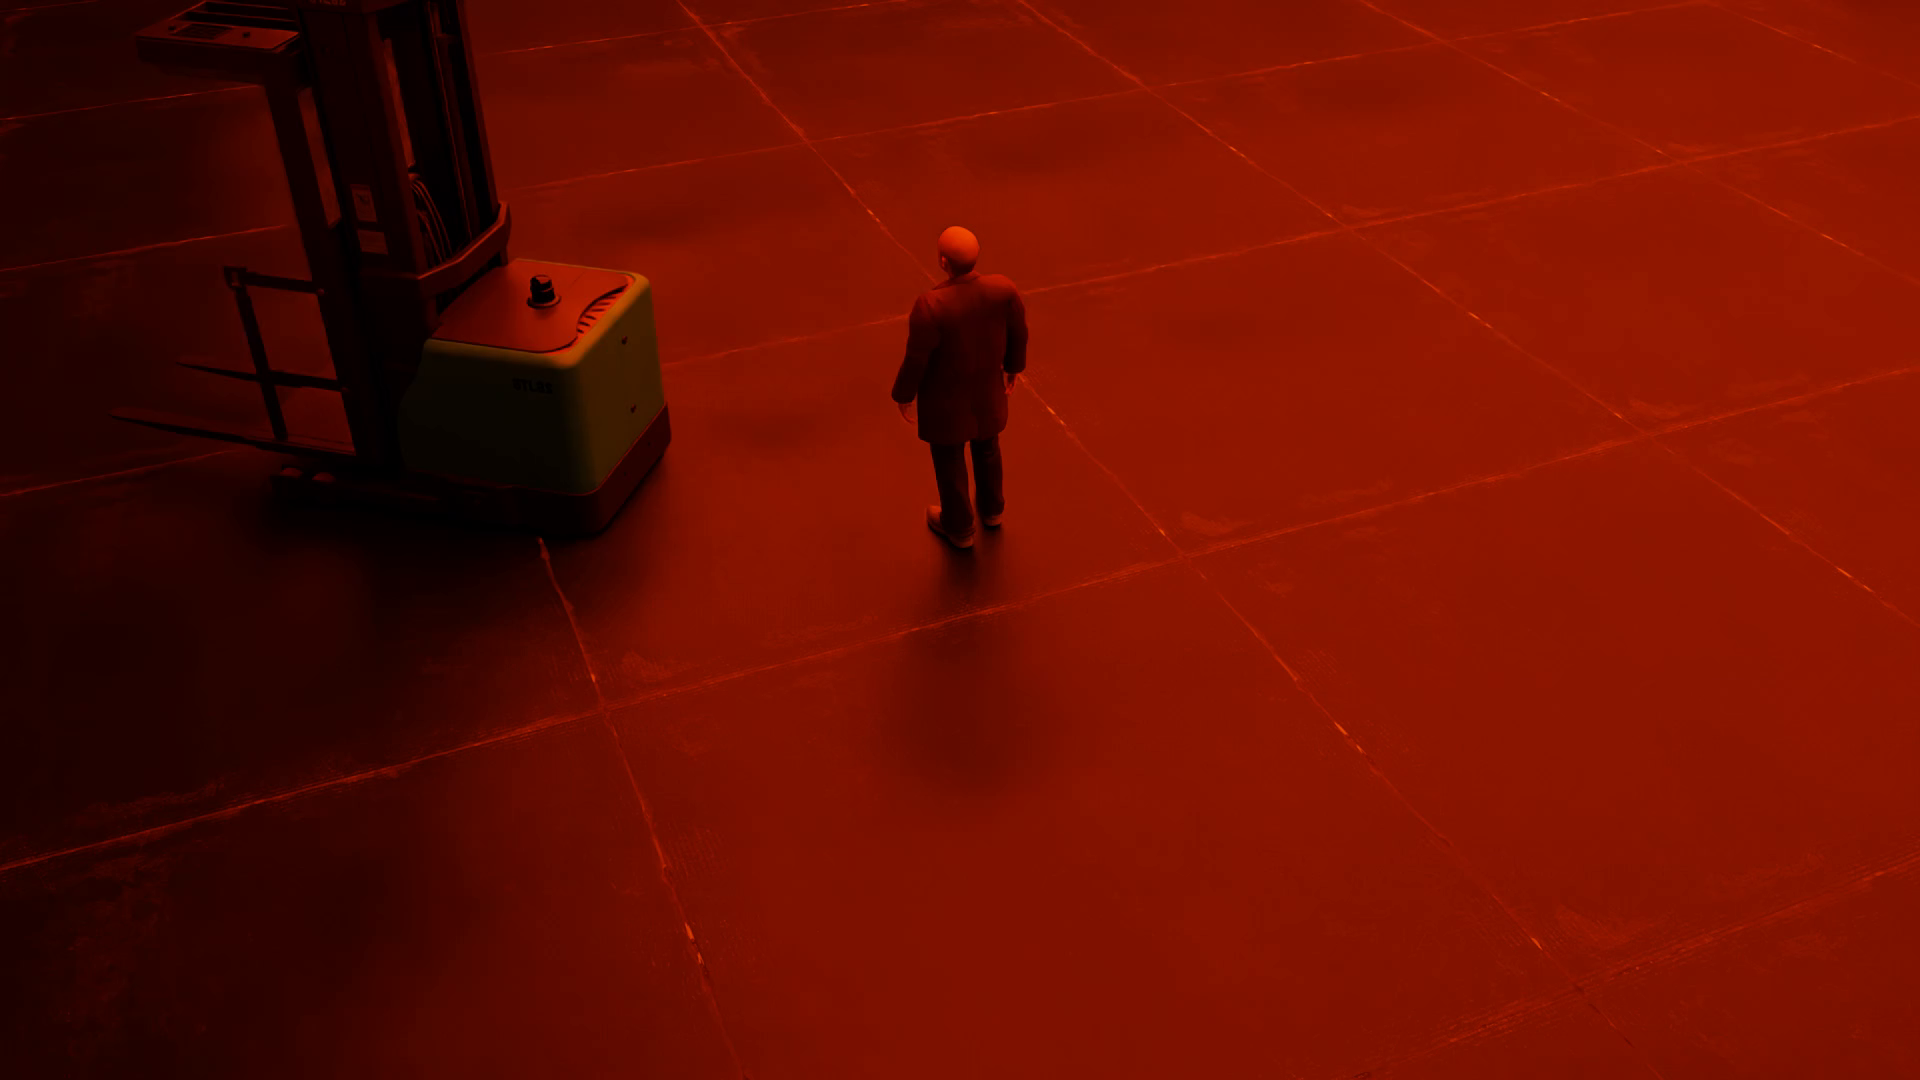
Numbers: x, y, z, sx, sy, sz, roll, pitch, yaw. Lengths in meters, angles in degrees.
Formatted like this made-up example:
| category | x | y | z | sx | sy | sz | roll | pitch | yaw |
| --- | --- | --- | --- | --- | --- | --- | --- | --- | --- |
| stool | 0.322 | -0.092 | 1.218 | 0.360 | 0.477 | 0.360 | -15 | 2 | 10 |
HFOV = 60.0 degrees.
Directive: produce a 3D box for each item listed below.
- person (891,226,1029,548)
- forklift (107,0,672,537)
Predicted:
| category | x | y | z | sx | sy | sz | roll | pitch | yaw |
| --- | --- | --- | --- | --- | --- | --- | --- | --- | --- |
| person | -0.033 | -0.780 | 8.179 | 0.698 | 1.777 | 0.579 | -14 | 38 | -19 |
| forklift | -3.187 | -1.673 | 8.452 | 3.031 | 2.935 | 1.130 | 9 | 36 | 12 |
